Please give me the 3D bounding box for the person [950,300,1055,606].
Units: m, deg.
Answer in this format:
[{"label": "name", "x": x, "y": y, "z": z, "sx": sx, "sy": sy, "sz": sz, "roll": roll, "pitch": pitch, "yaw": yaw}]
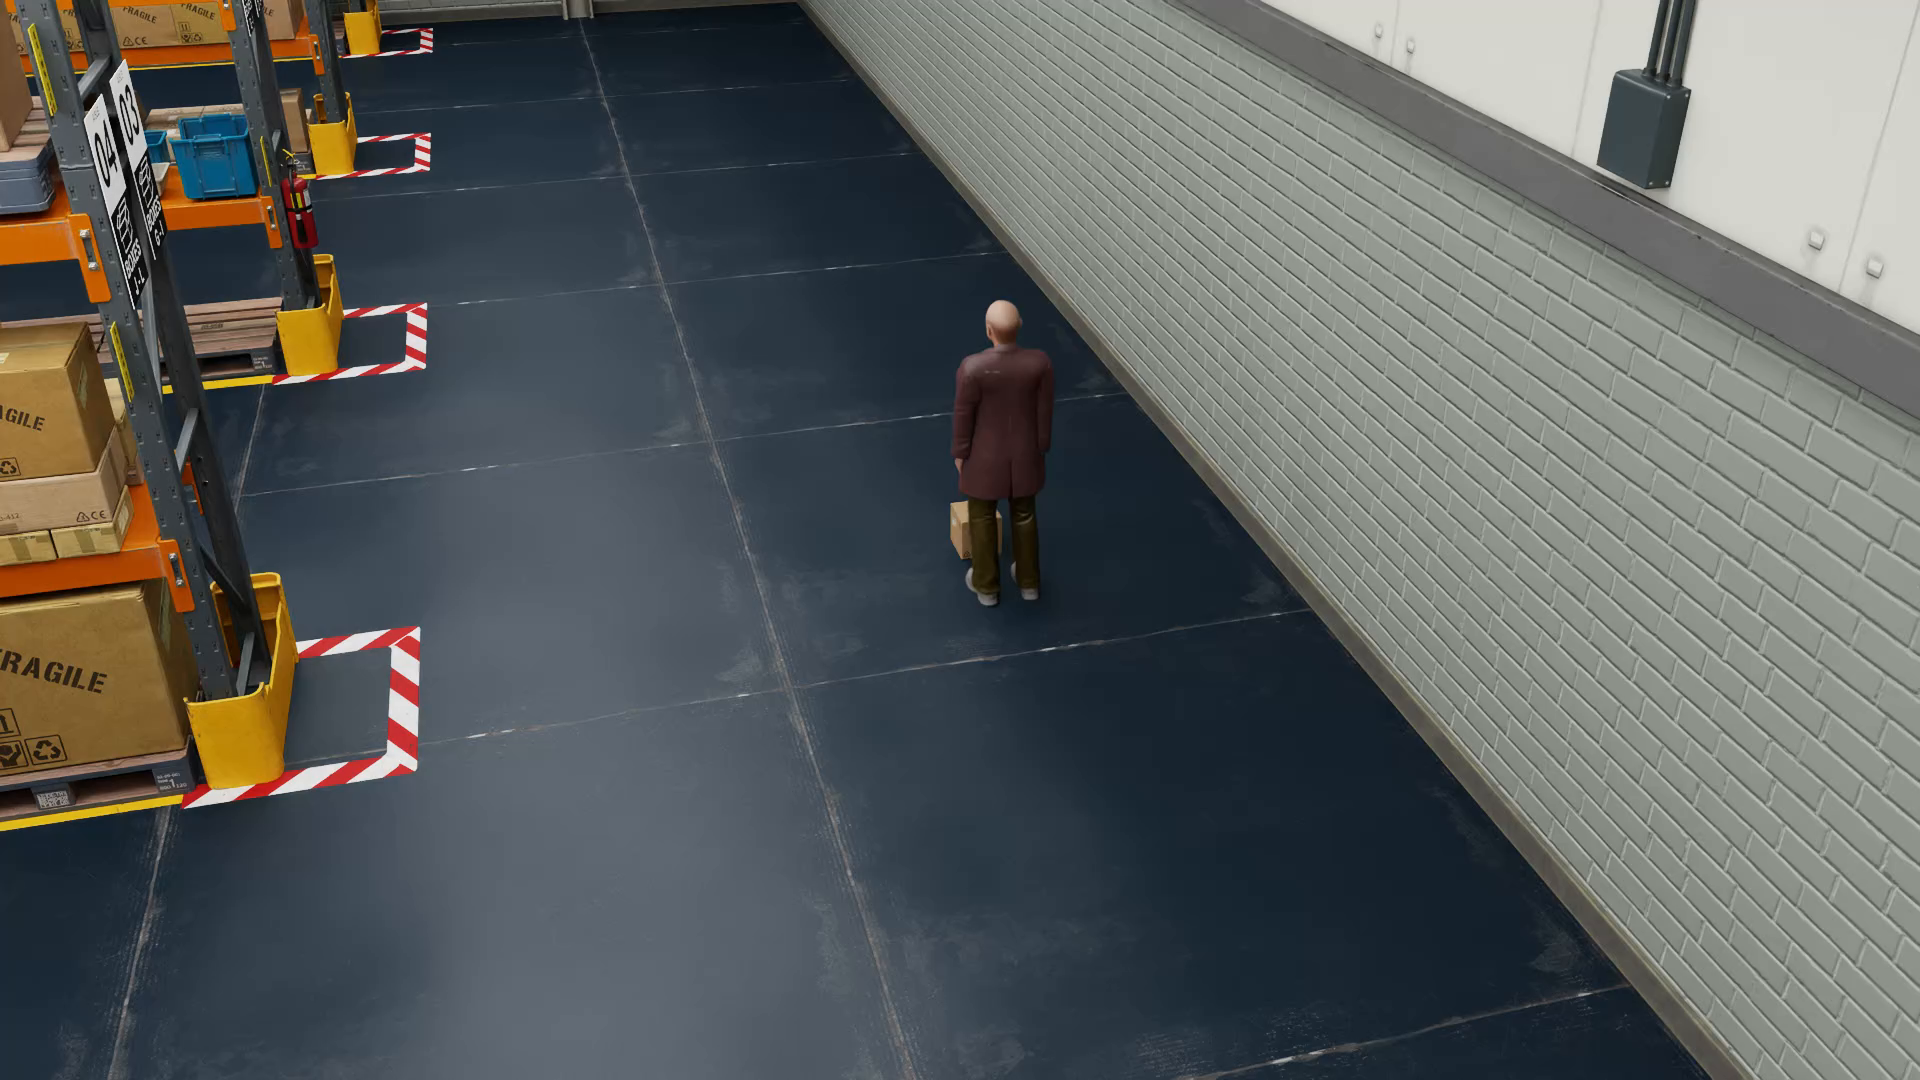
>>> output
[{"label": "person", "x": 0.217, "y": -0.485, "z": 9.107, "sx": 0.561, "sy": 1.775, "sz": 0.379, "roll": -7, "pitch": 31, "yaw": -12}]
